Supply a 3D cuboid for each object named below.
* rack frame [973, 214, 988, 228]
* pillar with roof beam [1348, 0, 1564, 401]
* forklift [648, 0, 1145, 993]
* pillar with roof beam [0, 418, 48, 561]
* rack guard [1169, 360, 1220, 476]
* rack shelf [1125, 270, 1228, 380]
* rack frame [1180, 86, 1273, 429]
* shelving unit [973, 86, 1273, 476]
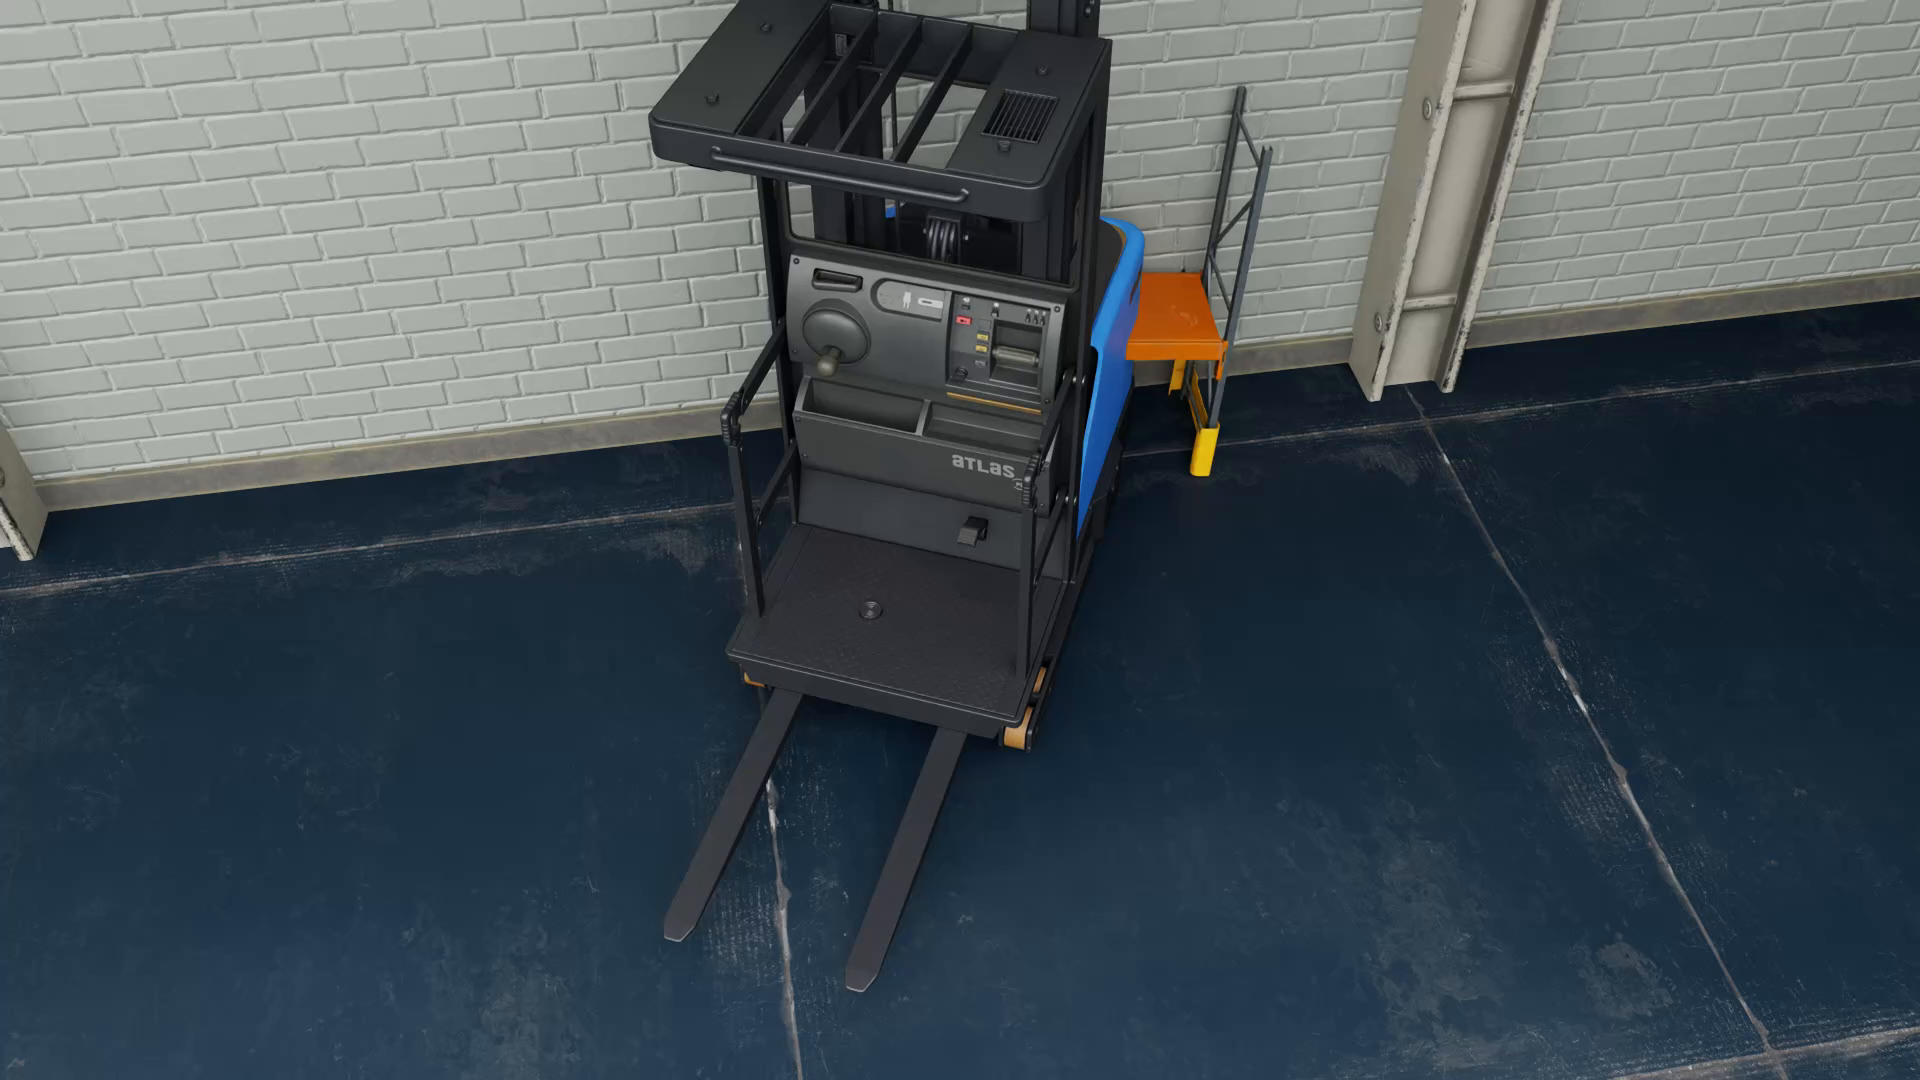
[{"bbox_3d":[0.041,-1.008,6.592,0.032,1.500,0.500,-1,42,-6],"label":"rack frame"},{"bbox_3d":[2.708,-0.813,1.284,0.400,9.000,9.100,-7,46,-7],"label":"pillar with roof beam"},{"bbox_3d":[-0.180,-0.586,5.279,1.130,2.935,3.031,12,47,11],"label":"forklift"},{"bbox_3d":[-3.205,-0.076,0.574,0.400,9.000,9.100,-7,46,-7],"label":"pillar with roof beam"},{"bbox_3d":[0.996,-0.558,7.112,0.087,0.250,0.587,-1,42,-6],"label":"rack guard"},{"bbox_3d":[0.536,-0.881,6.764,1.000,0.185,0.538,-1,42,-6],"label":"rack shelf"},{"bbox_3d":[1.053,-1.019,6.695,0.032,1.500,0.500,-1,42,-6],"label":"rack frame"},{"bbox_3d":[0.538,-1.014,6.643,1.083,1.500,0.587,-1,42,-6],"label":"shelving unit"}]
